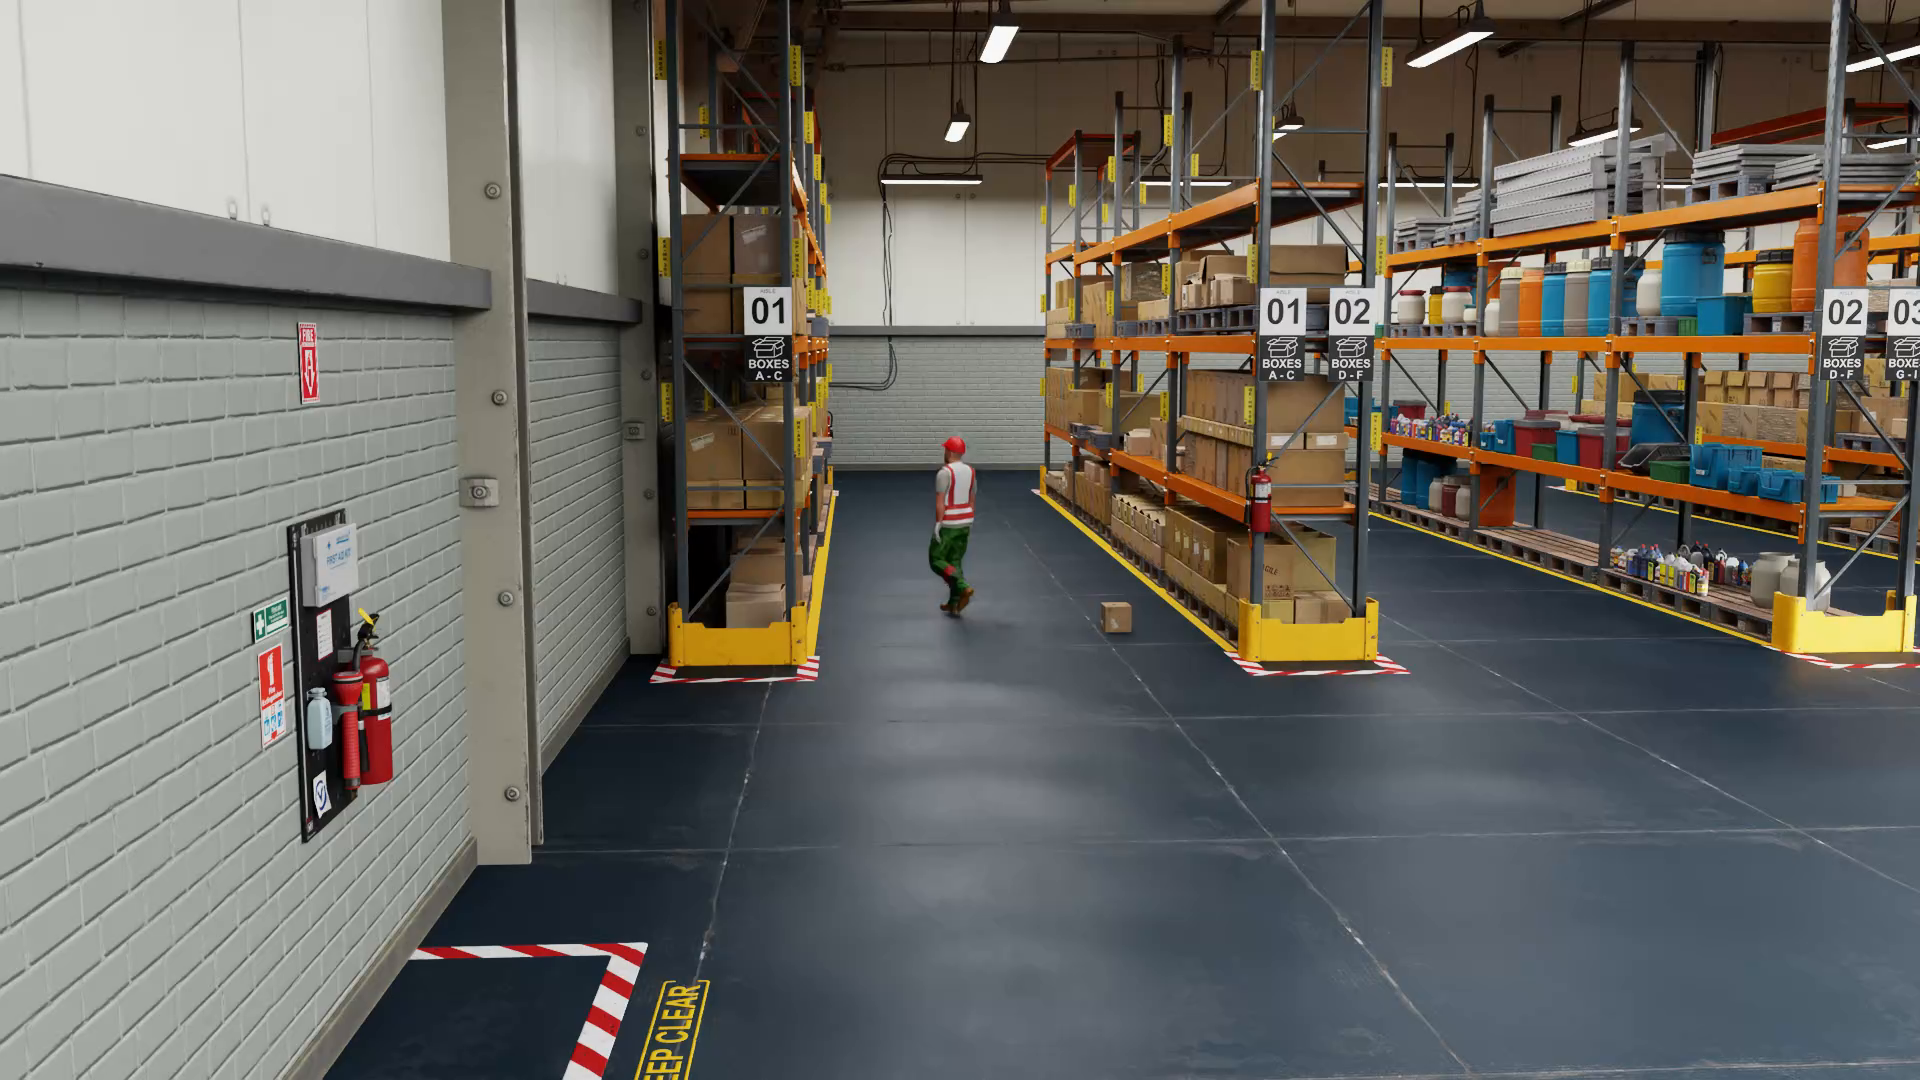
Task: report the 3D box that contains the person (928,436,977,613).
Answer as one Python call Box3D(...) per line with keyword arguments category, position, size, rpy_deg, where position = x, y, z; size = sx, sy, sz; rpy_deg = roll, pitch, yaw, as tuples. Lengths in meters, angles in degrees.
Box3D(category="person", position=(-0.031, -0.142, 16.635), size=(0.546, 1.780, 0.597), rpy_deg=(-6, 9, -43))
